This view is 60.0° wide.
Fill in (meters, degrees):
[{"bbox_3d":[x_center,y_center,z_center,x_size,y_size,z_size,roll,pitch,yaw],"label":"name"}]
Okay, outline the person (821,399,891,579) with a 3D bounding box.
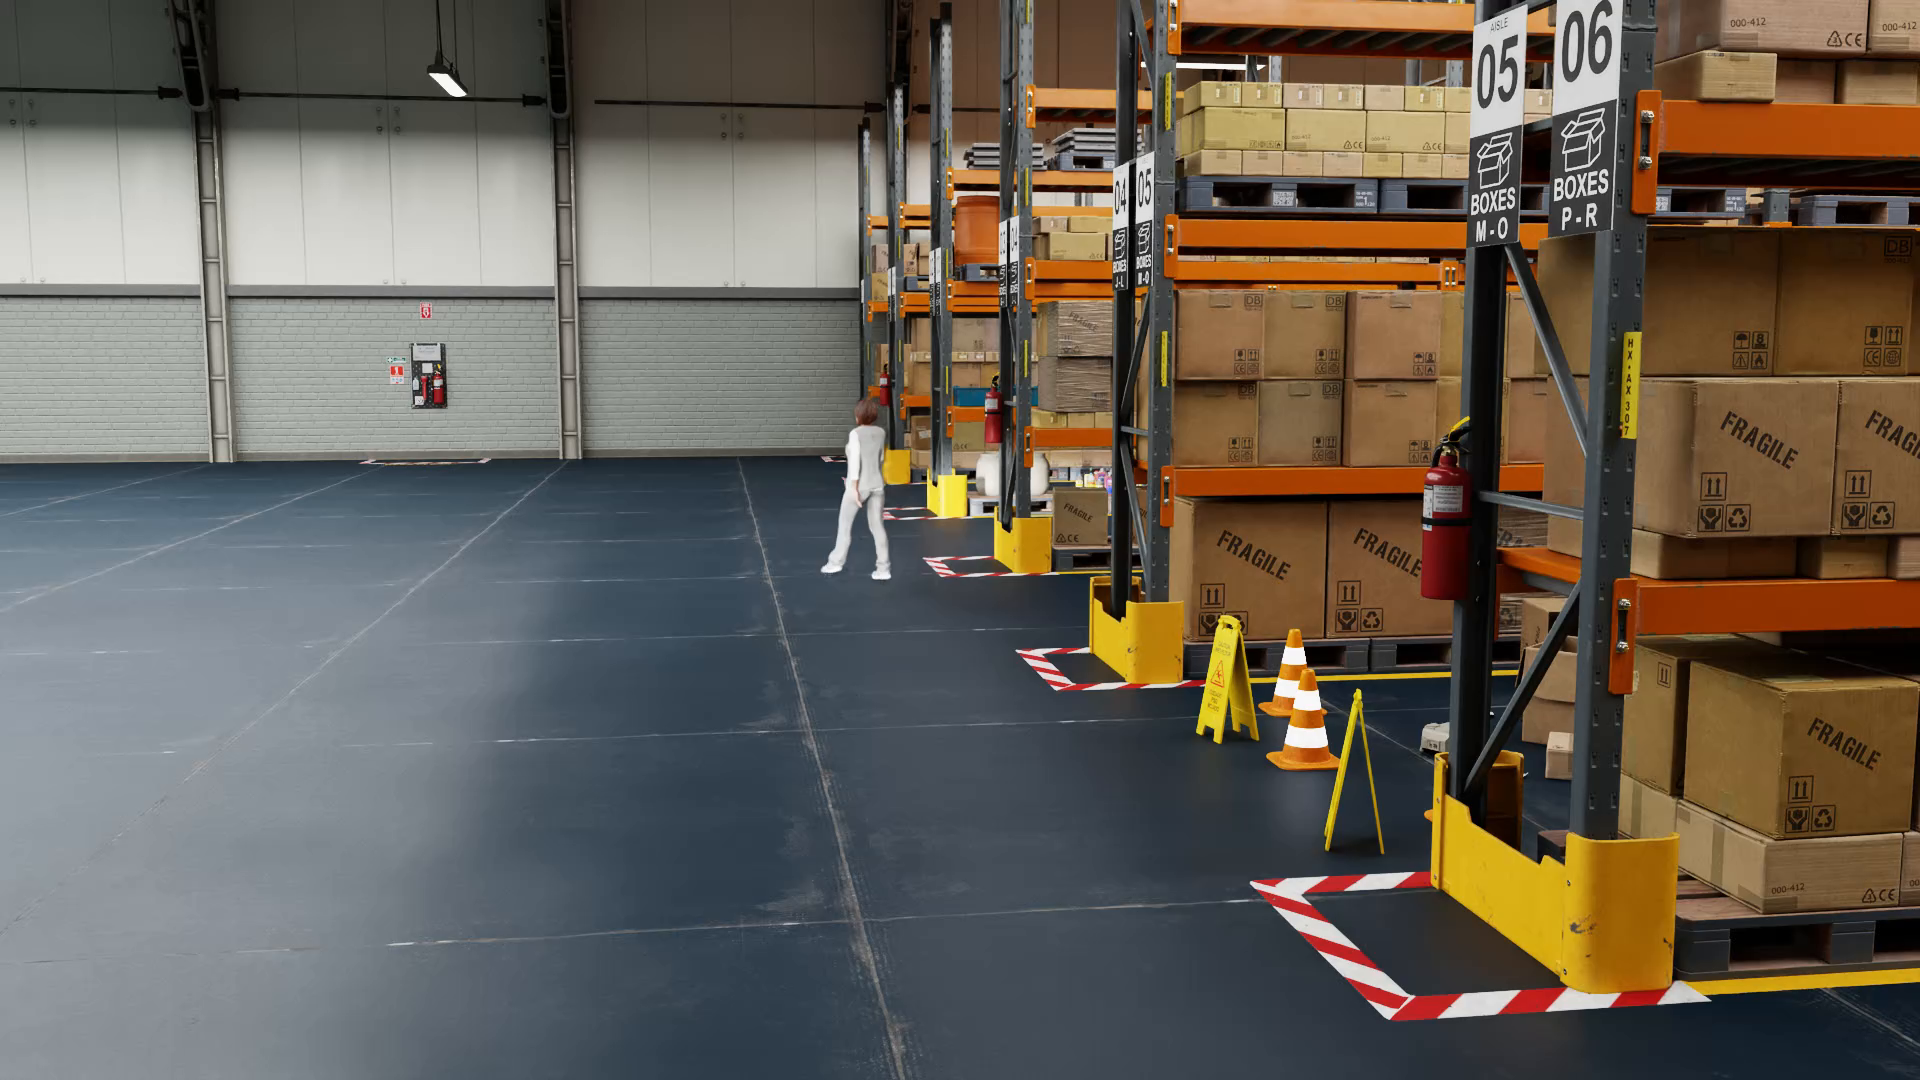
[{"bbox_3d":[-0.872,-0.456,14.557,0.426,1.557,0.866,-5,8,-36],"label":"person"}]
